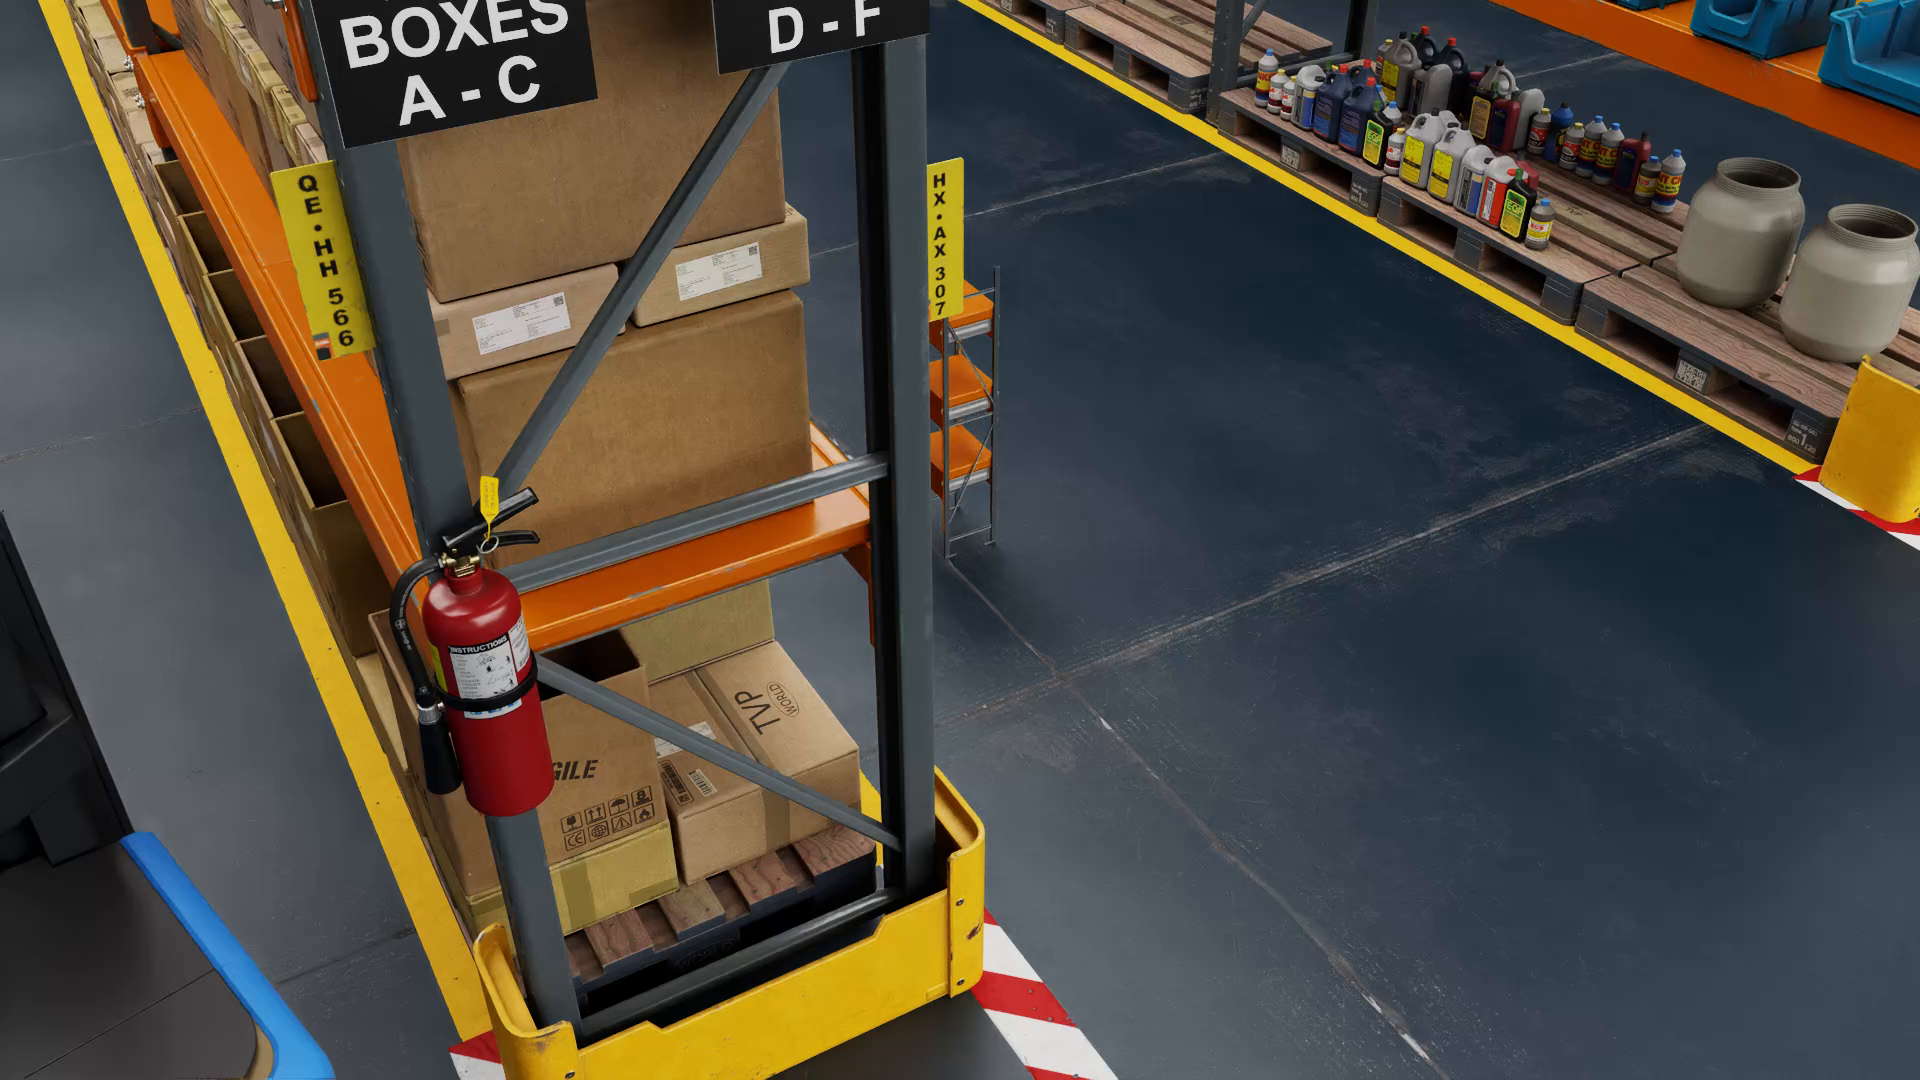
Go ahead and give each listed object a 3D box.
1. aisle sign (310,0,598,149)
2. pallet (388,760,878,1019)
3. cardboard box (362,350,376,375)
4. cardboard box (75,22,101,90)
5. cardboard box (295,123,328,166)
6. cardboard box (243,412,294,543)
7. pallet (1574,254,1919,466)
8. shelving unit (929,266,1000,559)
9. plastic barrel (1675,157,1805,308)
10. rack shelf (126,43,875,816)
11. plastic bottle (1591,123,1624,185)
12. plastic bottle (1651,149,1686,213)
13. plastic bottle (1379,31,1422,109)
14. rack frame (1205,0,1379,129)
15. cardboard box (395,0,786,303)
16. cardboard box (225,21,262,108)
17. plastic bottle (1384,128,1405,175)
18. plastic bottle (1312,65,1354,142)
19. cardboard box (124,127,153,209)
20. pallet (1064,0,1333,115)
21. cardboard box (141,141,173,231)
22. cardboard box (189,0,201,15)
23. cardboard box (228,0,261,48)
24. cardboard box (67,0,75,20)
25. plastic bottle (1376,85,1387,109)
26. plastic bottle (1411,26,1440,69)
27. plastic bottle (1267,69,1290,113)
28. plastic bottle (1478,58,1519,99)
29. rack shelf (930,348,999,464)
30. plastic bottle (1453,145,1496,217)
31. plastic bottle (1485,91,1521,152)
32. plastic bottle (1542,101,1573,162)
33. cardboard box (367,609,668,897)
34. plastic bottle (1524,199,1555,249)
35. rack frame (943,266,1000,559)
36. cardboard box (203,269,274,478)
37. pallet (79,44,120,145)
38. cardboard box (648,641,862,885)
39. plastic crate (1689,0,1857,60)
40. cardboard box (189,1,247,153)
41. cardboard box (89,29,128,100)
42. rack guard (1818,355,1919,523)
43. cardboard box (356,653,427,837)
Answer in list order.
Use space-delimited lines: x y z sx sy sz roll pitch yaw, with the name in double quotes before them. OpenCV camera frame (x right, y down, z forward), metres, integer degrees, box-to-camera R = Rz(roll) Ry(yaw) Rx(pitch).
"aisle sign" -0.742 -0.956 2.311 0.394 0.787 0.004 -19 40 -24
"pallet" -0.941 0.722 4.582 1.003 0.211 1.213 -19 40 -24
"cardboard box" -1.257 -0.830 4.258 0.700 0.500 0.500 -19 40 -24
"cardboard box" -4.277 -2.555 8.680 0.500 0.250 0.500 -20 41 -25
"cardboard box" -1.263 -0.859 3.749 0.380 0.149 0.250 -18 40 -23
"cardboard box" -2.066 -0.286 5.574 0.500 0.250 0.500 -19 40 -24
"pallet" 3.282 -0.807 6.676 1.003 0.211 1.213 -19 40 -24
"shelving unit" -0.027 -0.451 5.478 0.215 1.050 0.252 -19 40 -24
"plastic barrel" 3.116 -1.226 6.638 0.421 0.512 0.421 0 36 0
"rack shelf" -1.525 -0.756 4.851 1.077 0.370 4.000 -19 40 -24
"plastic bottle" 2.950 -1.760 7.556 0.097 0.271 0.097 0 36 0
"plastic bottle" 3.123 -1.585 7.317 0.097 0.271 0.097 0 36 0
"plastic bottle" 2.203 -2.354 8.303 0.144 0.351 0.185 -19 40 -24
"rack frame" 1.754 -3.532 8.043 1.000 3.000 0.127 -19 40 -24
"cardboard box" -0.771 -0.859 3.199 0.700 0.500 0.500 -19 40 -24
"cardboard box" -1.658 -1.257 4.294 0.380 0.149 0.250 -19 40 -25
"plastic bottle" 2.018 -1.798 7.667 0.097 0.201 0.097 0 36 0
"plastic bottle" 1.801 -2.105 7.962 0.144 0.351 0.185 -18 40 -23
"cardboard box" -3.499 -1.770 7.606 0.500 0.250 0.500 -18 40 -23
"pallet" 1.326 -2.795 9.398 1.003 0.211 1.213 -19 40 -24
"cardboard box" -2.982 -1.473 6.724 0.500 0.311 0.500 -19 40 -24
"cardboard box" -2.048 -1.653 4.836 0.380 0.149 0.250 -20 41 -25
"cardboard box" -1.545 -1.638 4.265 0.700 0.500 0.500 -19 40 -24
"cardboard box" -4.531 -3.038 8.866 0.500 0.311 0.500 -18 40 -22
"plastic bottle" 1.978 -2.035 7.933 0.097 0.271 0.097 0 36 0
"plastic bottle" 2.327 -2.397 8.362 0.144 0.351 0.185 -20 41 -25
"plastic bottle" 1.587 -2.235 8.267 0.097 0.201 0.097 0 36 0
"plastic bottle" 2.586 -2.134 8.002 0.144 0.351 0.185 -19 40 -24
"rack shelf" -0.027 -0.443 5.484 0.215 0.259 0.240 -19 40 -24
"plastic bottle" 2.290 -1.584 7.312 0.152 0.276 0.135 -20 41 -25
"plastic bottle" 2.572 -1.991 7.863 0.061 0.283 0.133 -19 40 -24
"plastic bottle" 2.798 -1.914 7.768 0.097 0.271 0.097 0 36 0
"cardboard box" -1.047 0.426 3.962 0.500 0.500 0.500 -19 40 -24
"plastic bottle" 2.462 -1.346 7.050 0.097 0.201 0.097 0 36 0
"rack frame" 0.034 -0.389 5.393 0.200 1.050 0.008 -19 40 -24
"cardboard box" -2.065 -0.589 5.353 0.500 0.500 0.500 -19 40 -24
"pallet" -4.160 -2.549 9.060 1.003 0.211 1.213 -19 40 -24
"cardboard box" -0.598 0.575 4.395 0.500 0.250 0.500 -19 40 -24
"plastic crate" 2.933 -1.932 5.978 0.499 0.251 0.408 -19 40 -24
"cardboard box" -2.031 -1.615 5.333 0.700 0.500 0.500 -19 40 -24
"cardboard box" -3.746 -2.249 7.786 0.500 0.311 0.500 -19 40 -24
"rack guard" 3.685 -0.508 6.021 1.175 0.500 0.348 -19 40 -24
"cardboard box" -1.307 0.477 4.529 0.500 0.250 0.500 -19 40 -24
